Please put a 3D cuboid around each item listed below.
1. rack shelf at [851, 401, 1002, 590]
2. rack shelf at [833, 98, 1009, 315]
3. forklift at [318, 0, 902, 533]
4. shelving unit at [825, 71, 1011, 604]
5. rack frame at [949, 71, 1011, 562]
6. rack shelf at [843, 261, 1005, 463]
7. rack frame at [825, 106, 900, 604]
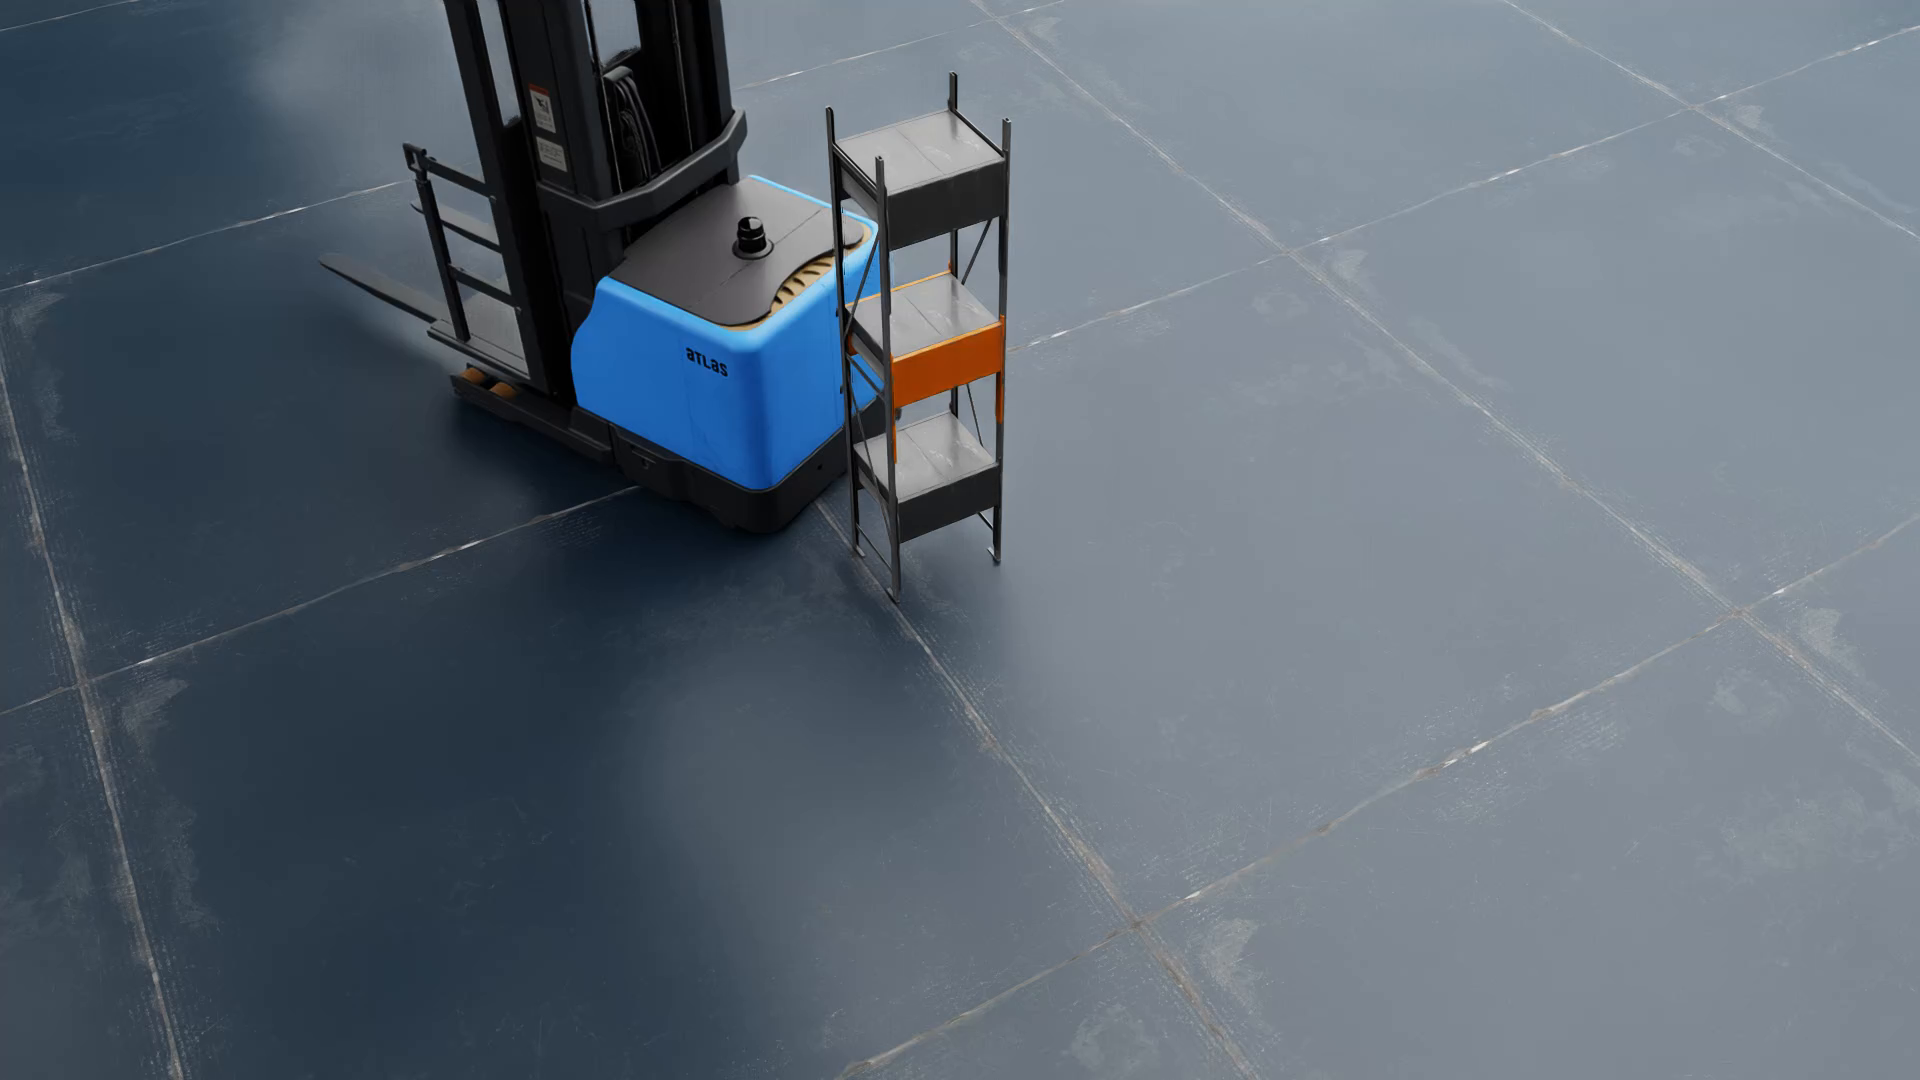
[{"bbox_3d":[-0.144,-0.184,6.886,0.480,0.518,0.431,-22,48,-21],"label":"rack shelf"},{"bbox_3d":[-0.144,-1.189,5.911,0.480,0.518,0.431,-22,48,-21],"label":"rack shelf"},{"bbox_3d":[-1.773,-1.895,7.028,3.031,2.935,1.130,25,50,24],"label":"forklift"},{"bbox_3d":[-0.144,-0.696,6.389,0.503,2.100,0.431,-22,48,-21],"label":"shelving unit"},{"bbox_3d":[0.068,-0.781,6.476,0.015,2.100,0.400,-22,48,-21],"label":"rack frame"},{"bbox_3d":[-0.144,-0.686,6.398,0.480,0.518,0.431,-22,48,-21],"label":"rack shelf"},{"bbox_3d":[-0.355,-0.611,6.302,0.015,2.100,0.400,-22,48,-21],"label":"rack frame"}]
